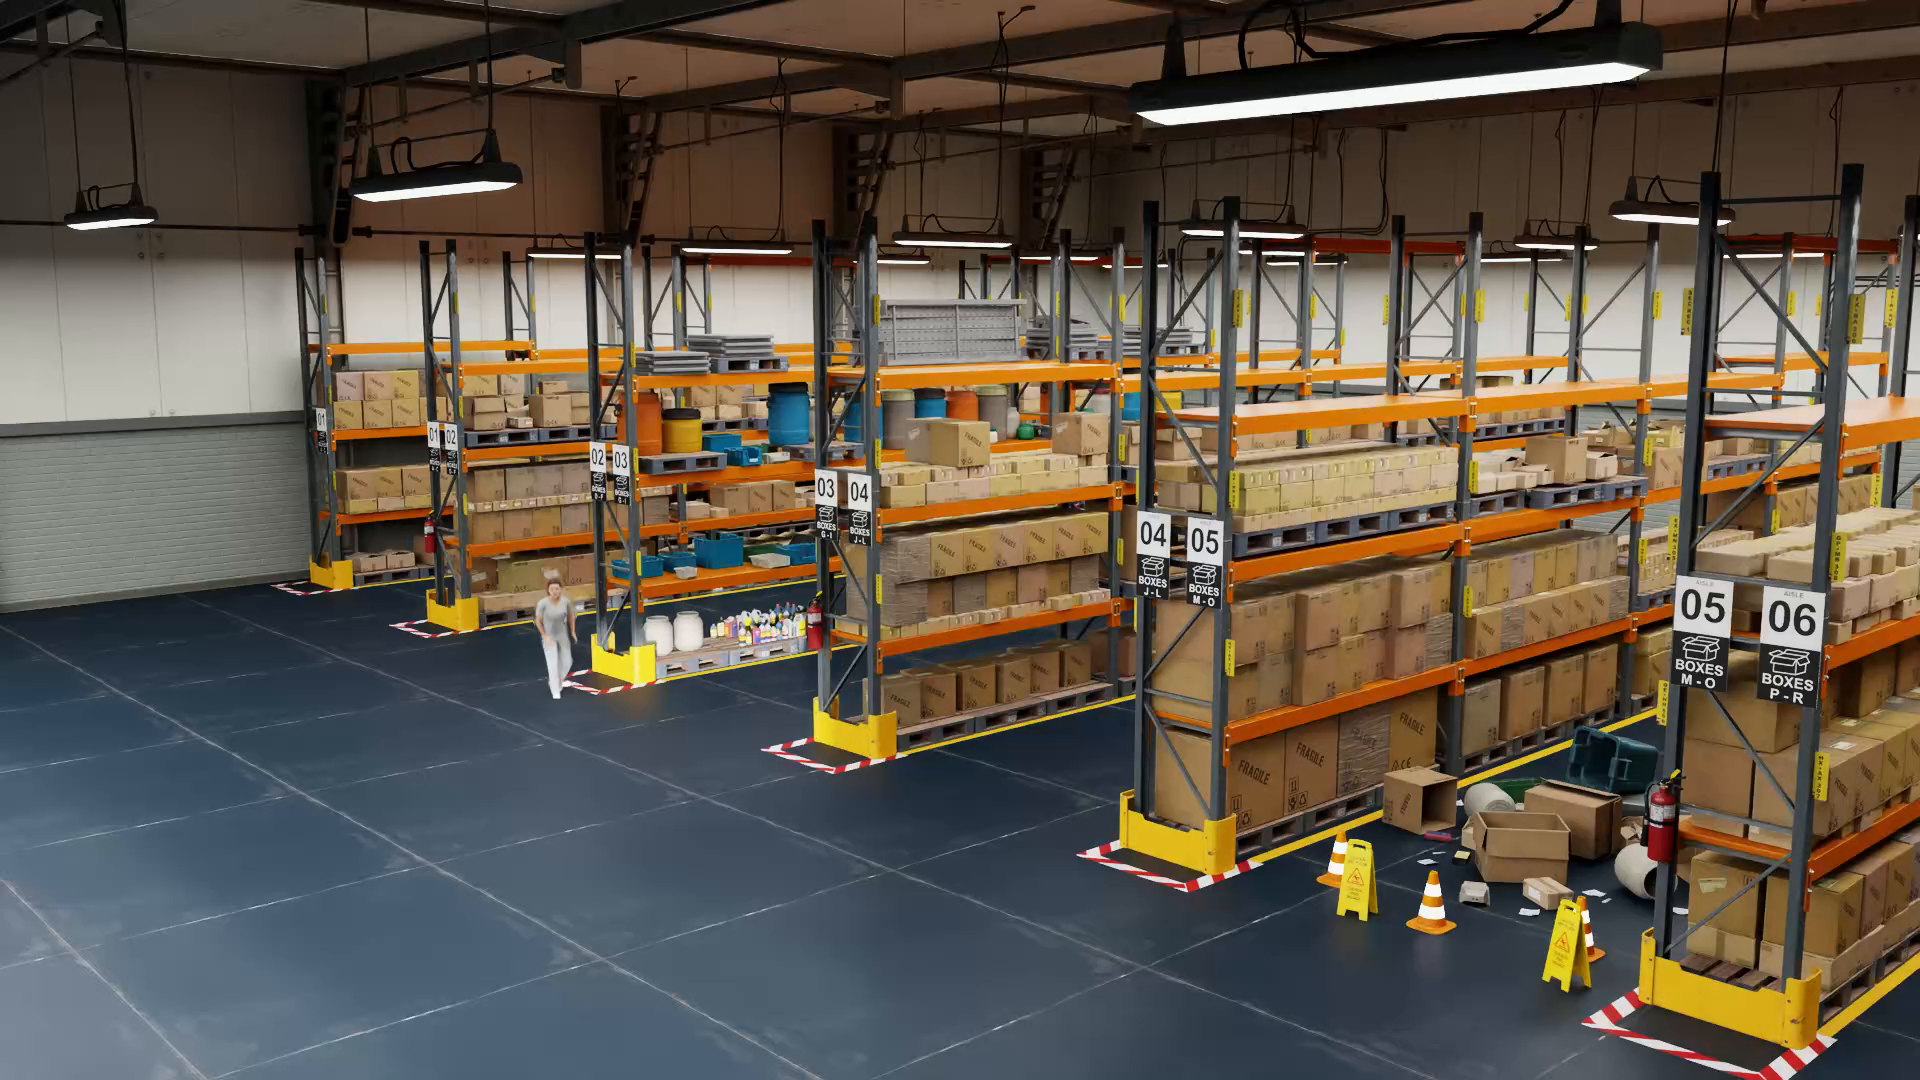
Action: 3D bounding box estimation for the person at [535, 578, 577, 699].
[{"bbox_3d":[-5.224,1.243,21.437,0.583,1.602,0.718,-6,10,-34],"label":"person"}]
